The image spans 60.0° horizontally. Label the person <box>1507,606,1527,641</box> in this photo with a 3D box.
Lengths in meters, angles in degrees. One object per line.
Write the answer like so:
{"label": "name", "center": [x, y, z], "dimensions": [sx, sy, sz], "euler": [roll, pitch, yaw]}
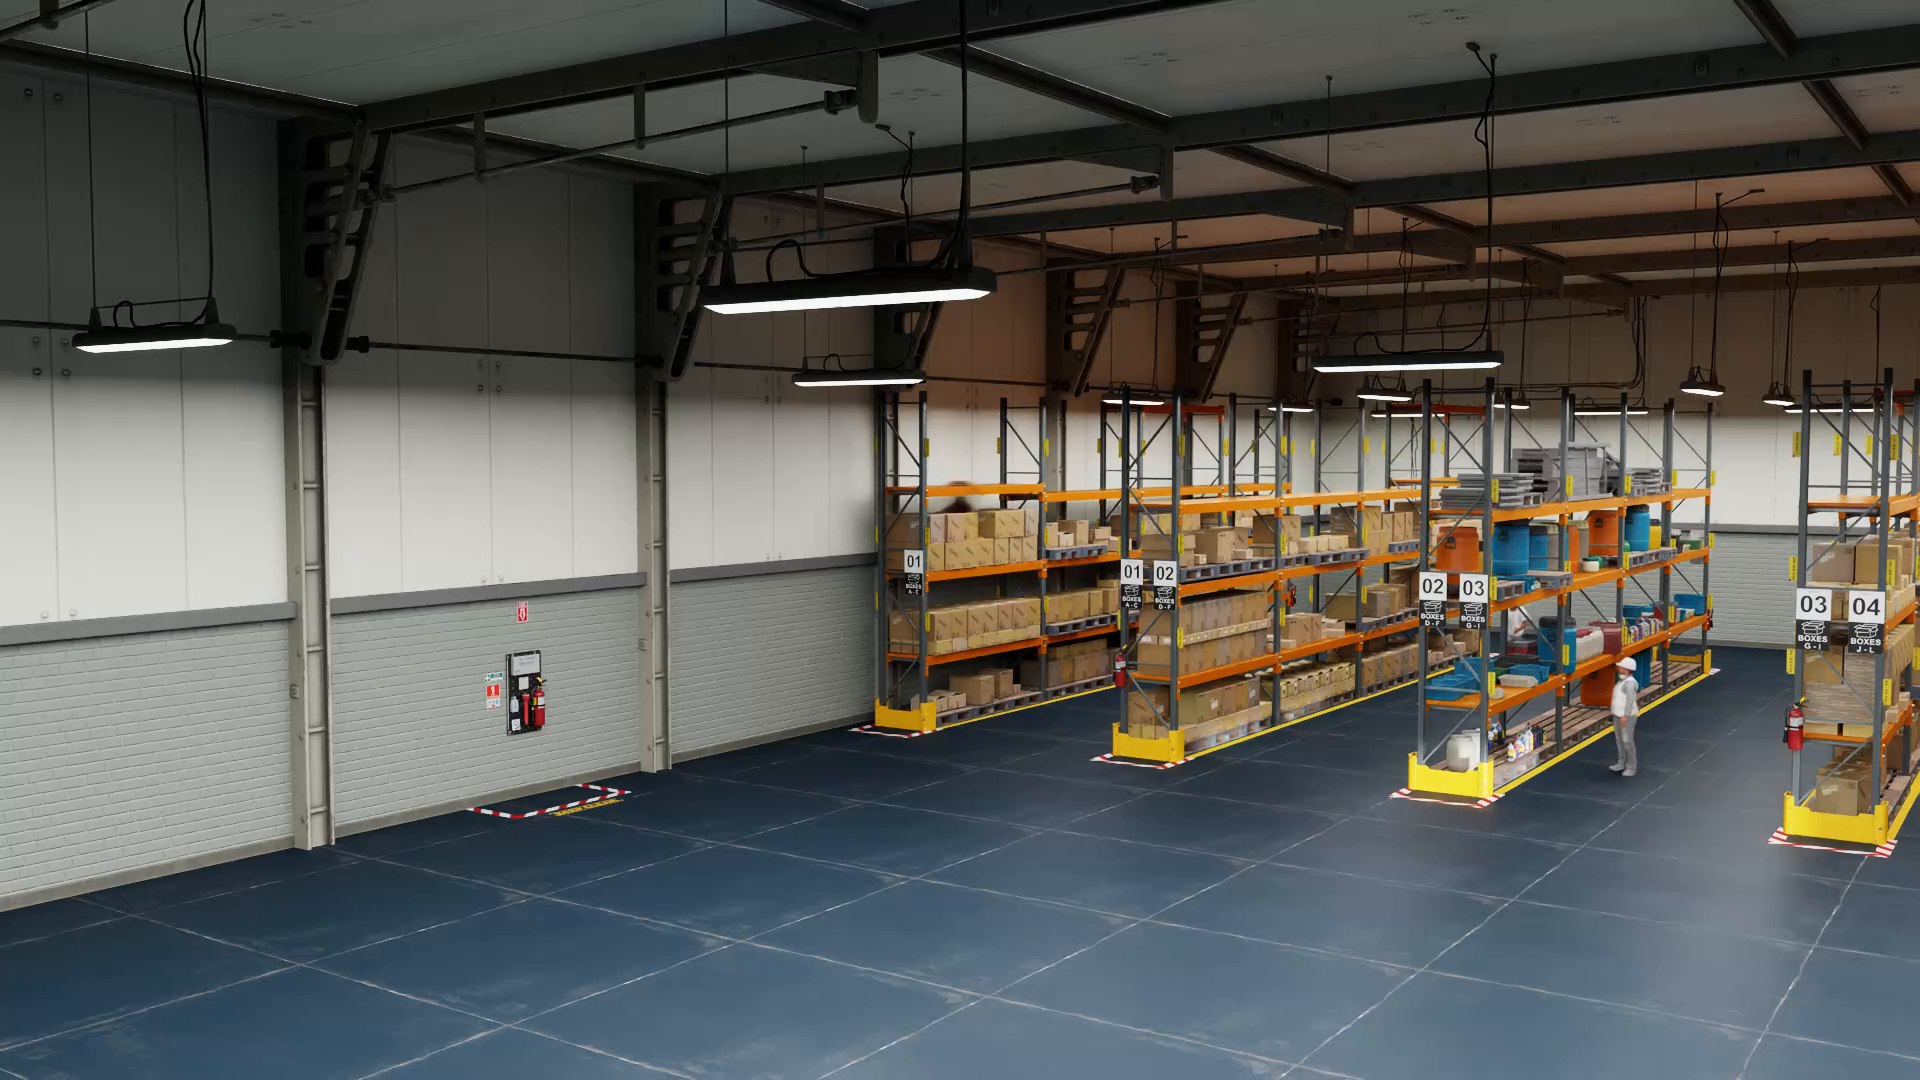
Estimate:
{"label": "person", "center": [12.324, 2.067, 37.064], "dimensions": [0.622, 1.684, 0.994], "euler": [2, 4, 34]}

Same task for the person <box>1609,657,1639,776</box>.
{"label": "person", "center": [10.234, 2.709, 25.584], "dimensions": [0.388, 1.809, 0.563], "euler": [0, 3, -7]}
